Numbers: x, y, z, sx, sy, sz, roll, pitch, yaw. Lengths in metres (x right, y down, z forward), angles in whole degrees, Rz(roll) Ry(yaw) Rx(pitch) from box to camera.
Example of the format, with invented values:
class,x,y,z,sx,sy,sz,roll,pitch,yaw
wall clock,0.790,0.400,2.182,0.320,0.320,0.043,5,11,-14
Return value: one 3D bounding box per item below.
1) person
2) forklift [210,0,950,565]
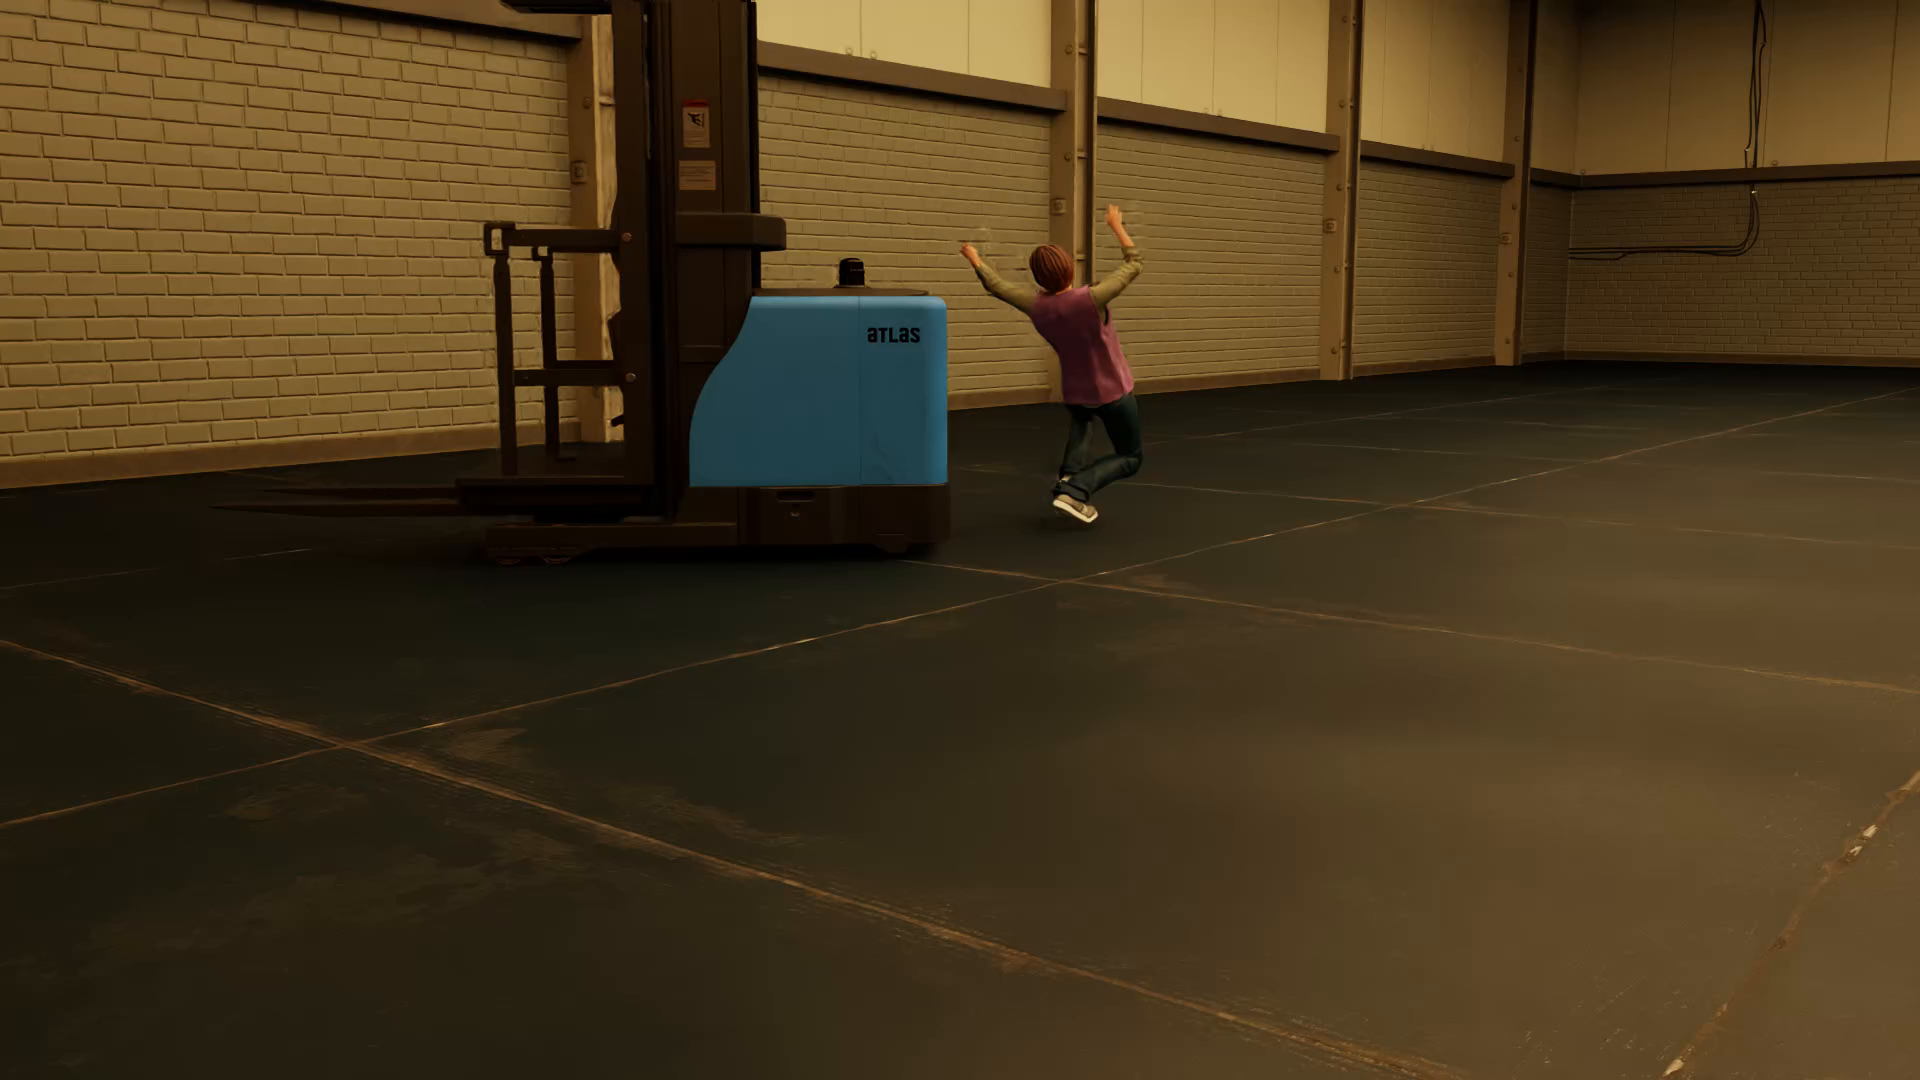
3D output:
class,x,y,z,sx,sy,sz,roll,pitch,yaw
person,0.457,-0.835,7.953,0.932,1.505,0.728,6,10,36
forklift,-1.580,-1.428,7.041,3.031,2.935,1.130,-1,8,-4
